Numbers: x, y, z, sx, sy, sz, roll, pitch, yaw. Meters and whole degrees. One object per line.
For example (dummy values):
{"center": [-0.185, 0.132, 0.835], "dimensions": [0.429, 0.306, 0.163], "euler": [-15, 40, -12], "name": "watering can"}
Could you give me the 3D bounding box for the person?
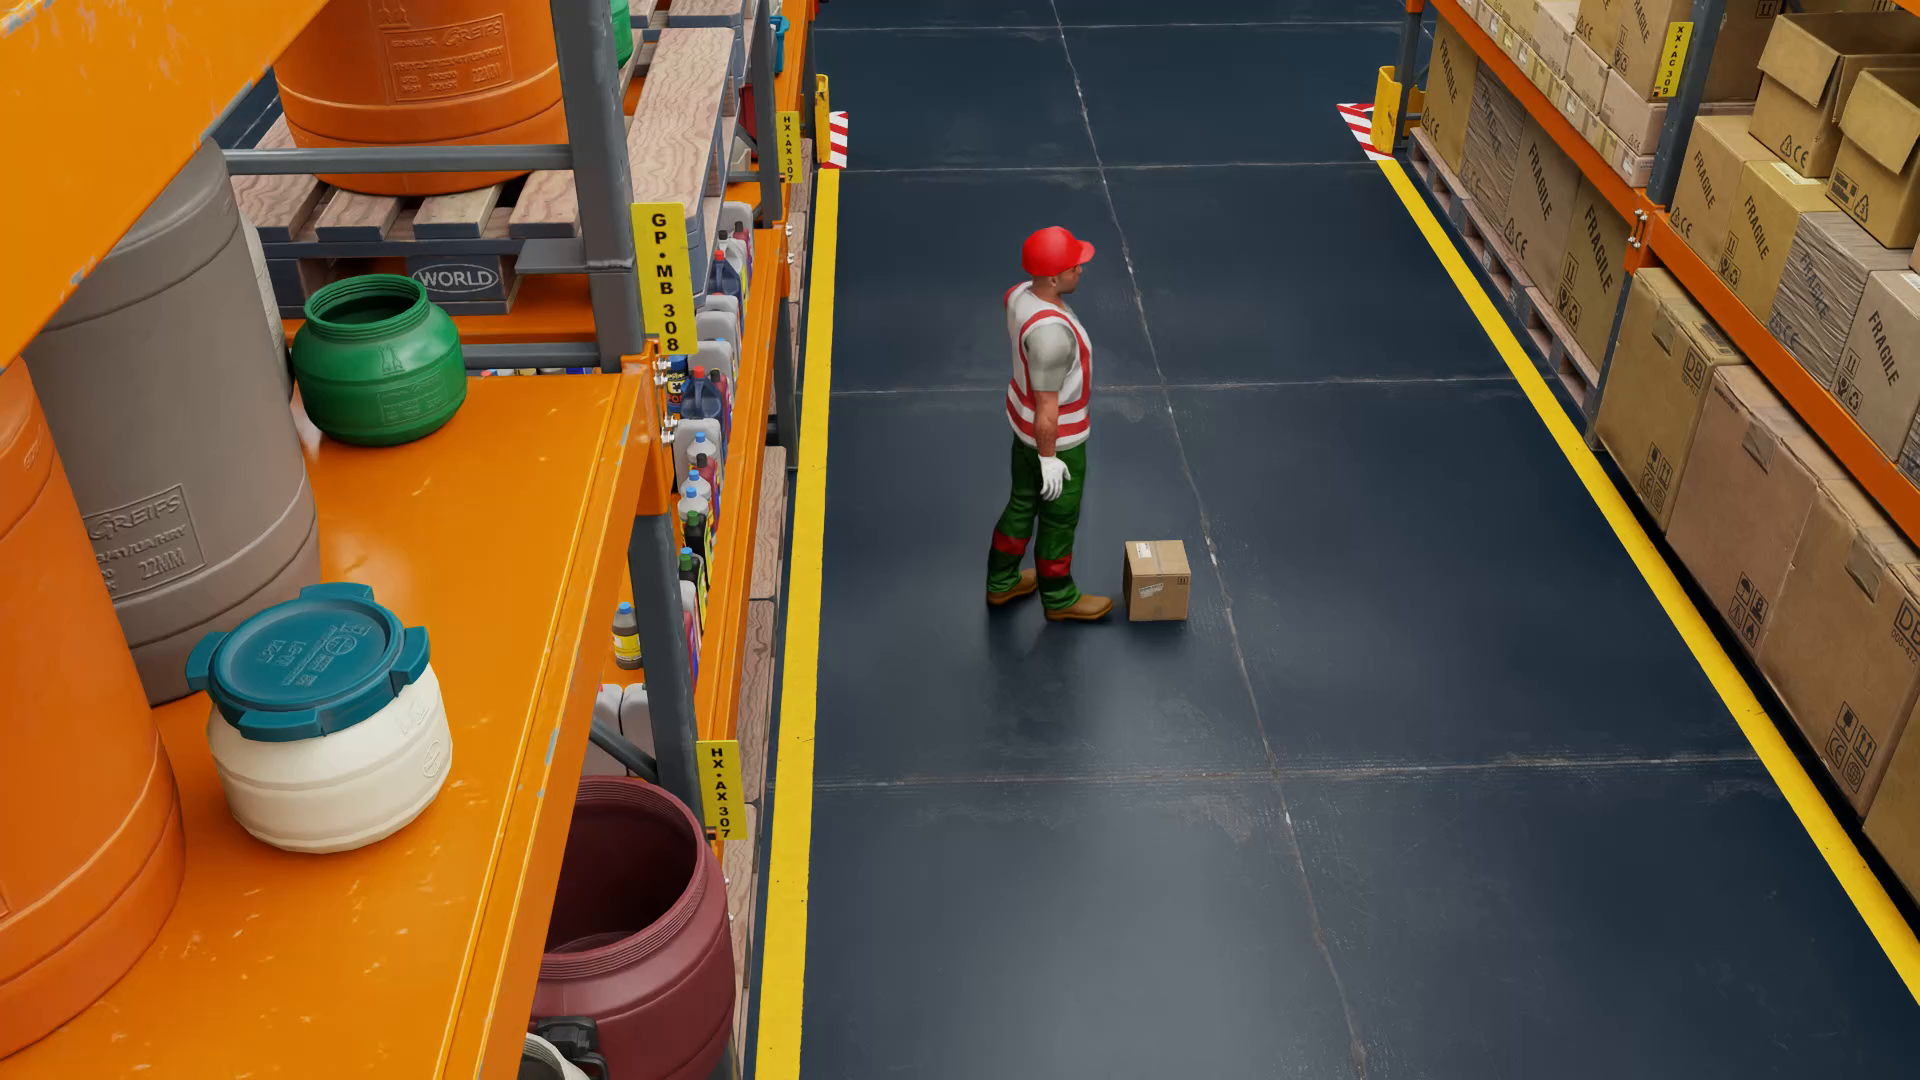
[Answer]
{"center": [0.381, -0.451, 6.761], "dimensions": [0.516, 1.798, 0.585], "euler": [-8, 36, -11], "name": "person"}
